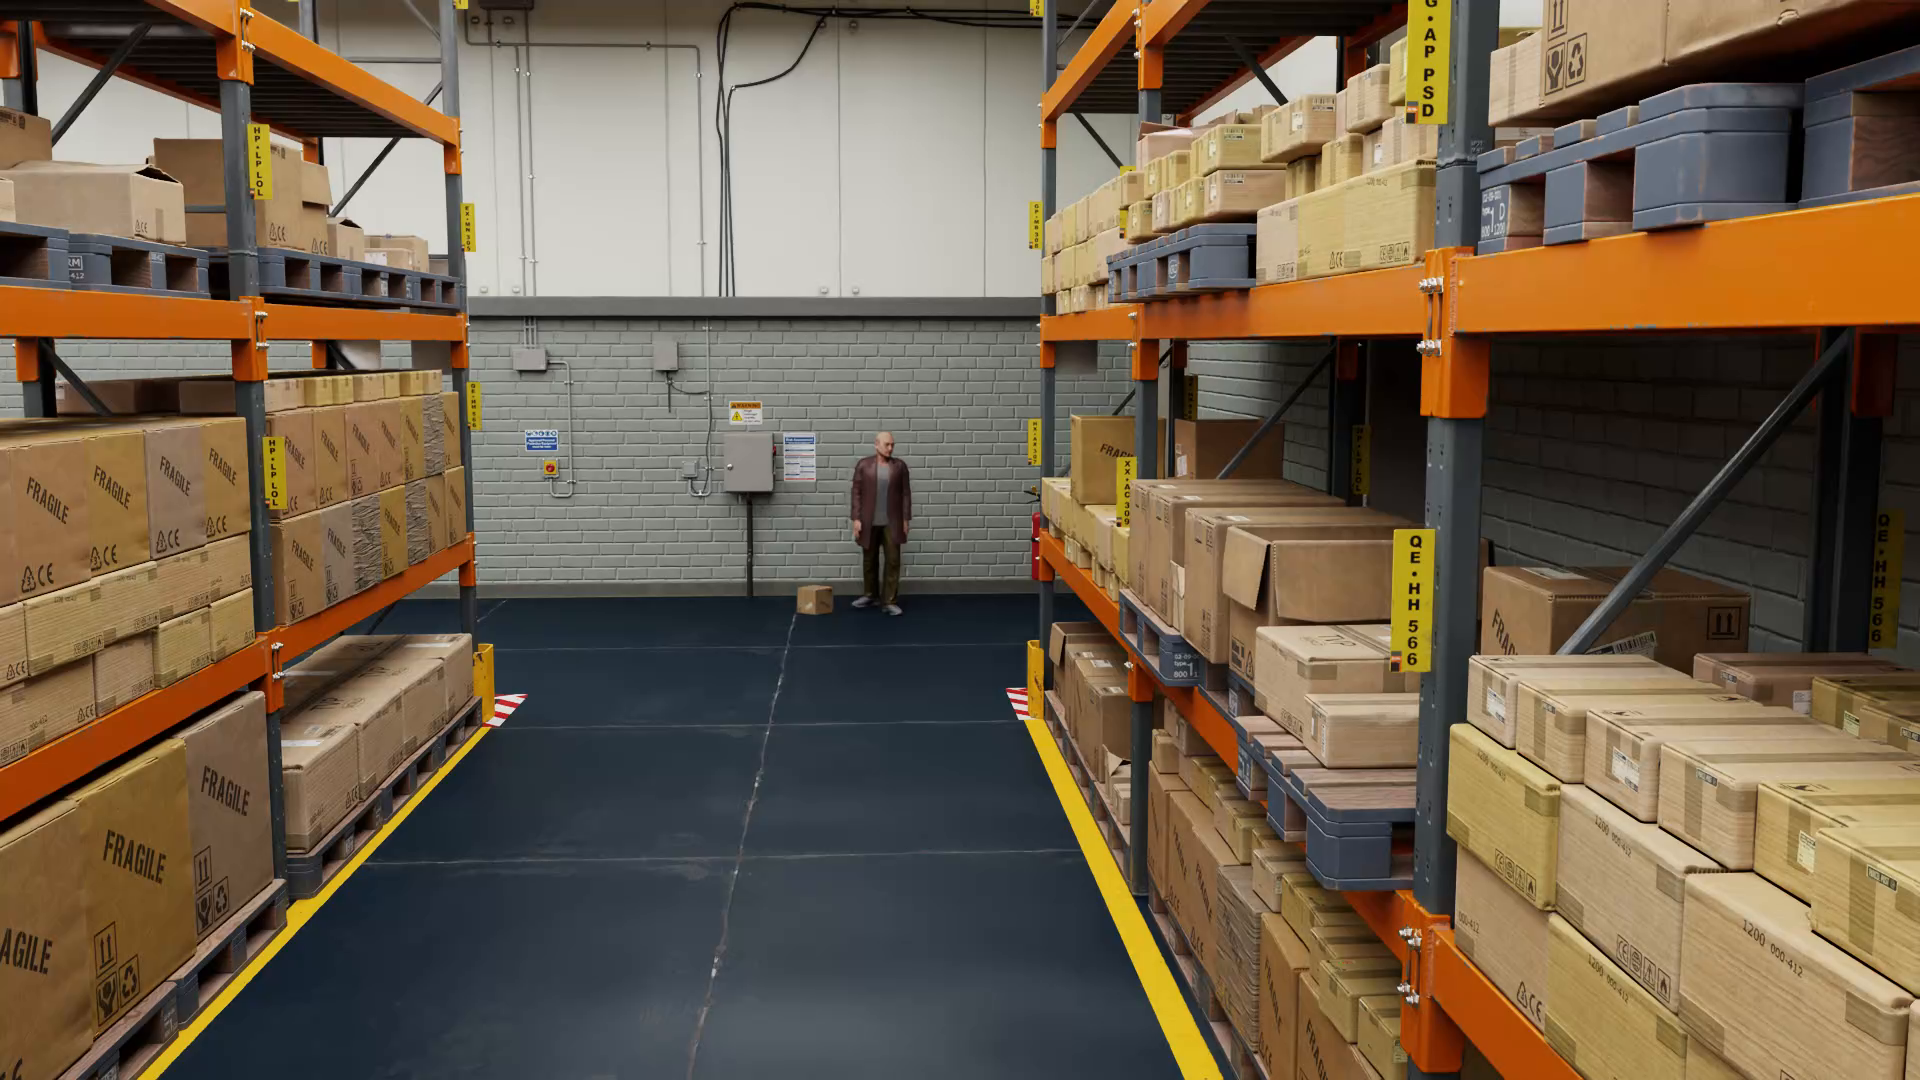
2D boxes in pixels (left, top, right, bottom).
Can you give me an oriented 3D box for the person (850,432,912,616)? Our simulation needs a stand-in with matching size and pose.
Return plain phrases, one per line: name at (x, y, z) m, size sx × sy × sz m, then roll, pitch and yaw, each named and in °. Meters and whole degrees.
person at (-0.773, -0.173, 16.268) m, size 0.599 × 1.779 × 0.620 m, roll 0°, pitch 7°, yaw -3°
